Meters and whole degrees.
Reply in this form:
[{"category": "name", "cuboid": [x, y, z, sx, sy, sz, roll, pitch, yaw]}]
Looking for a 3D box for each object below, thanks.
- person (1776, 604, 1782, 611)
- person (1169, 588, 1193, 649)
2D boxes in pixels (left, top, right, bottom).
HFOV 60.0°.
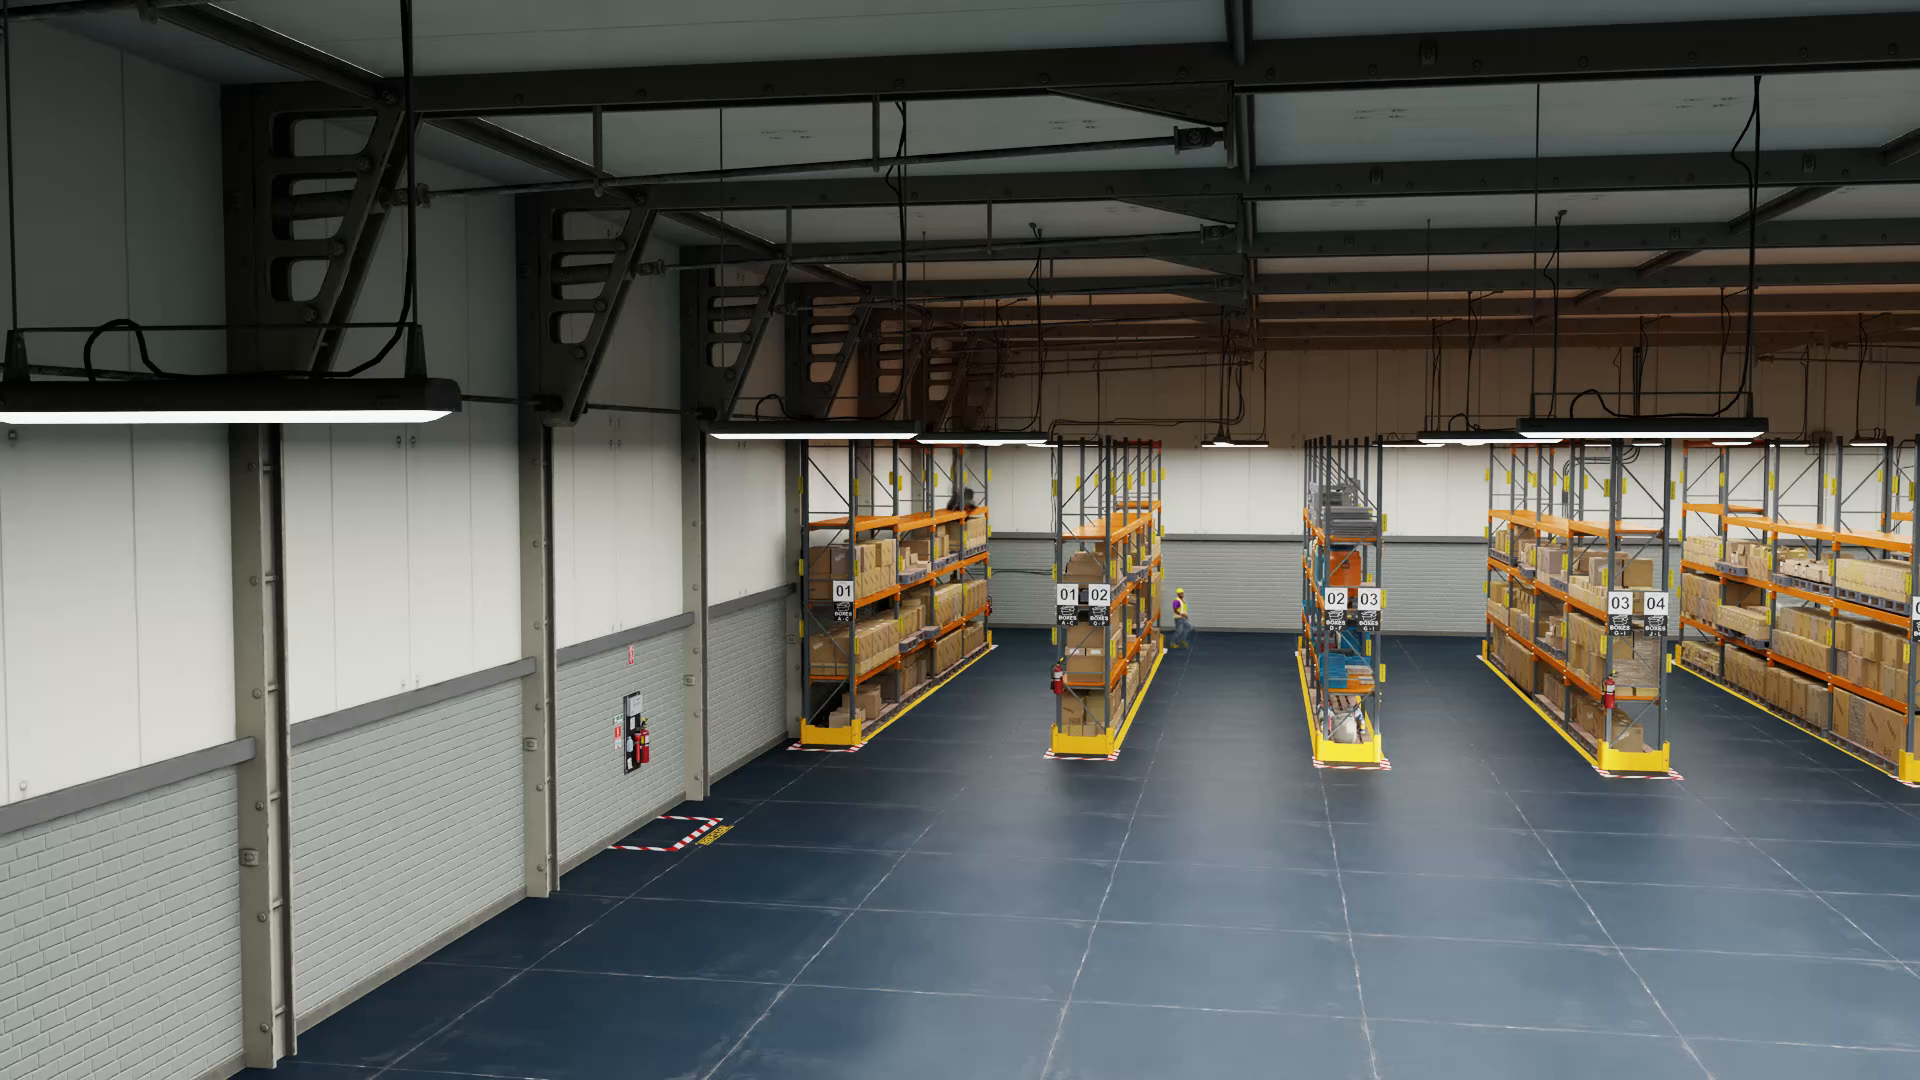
[{"category": "person", "cuboid": [21.209, 2.511, 43.308, 0.712, 1.721, 0.626, 0, 3, 8]}, {"category": "person", "cuboid": [6.348, 2.271, 47.851, 0.670, 1.778, 0.714, 2, 4, 31]}]
